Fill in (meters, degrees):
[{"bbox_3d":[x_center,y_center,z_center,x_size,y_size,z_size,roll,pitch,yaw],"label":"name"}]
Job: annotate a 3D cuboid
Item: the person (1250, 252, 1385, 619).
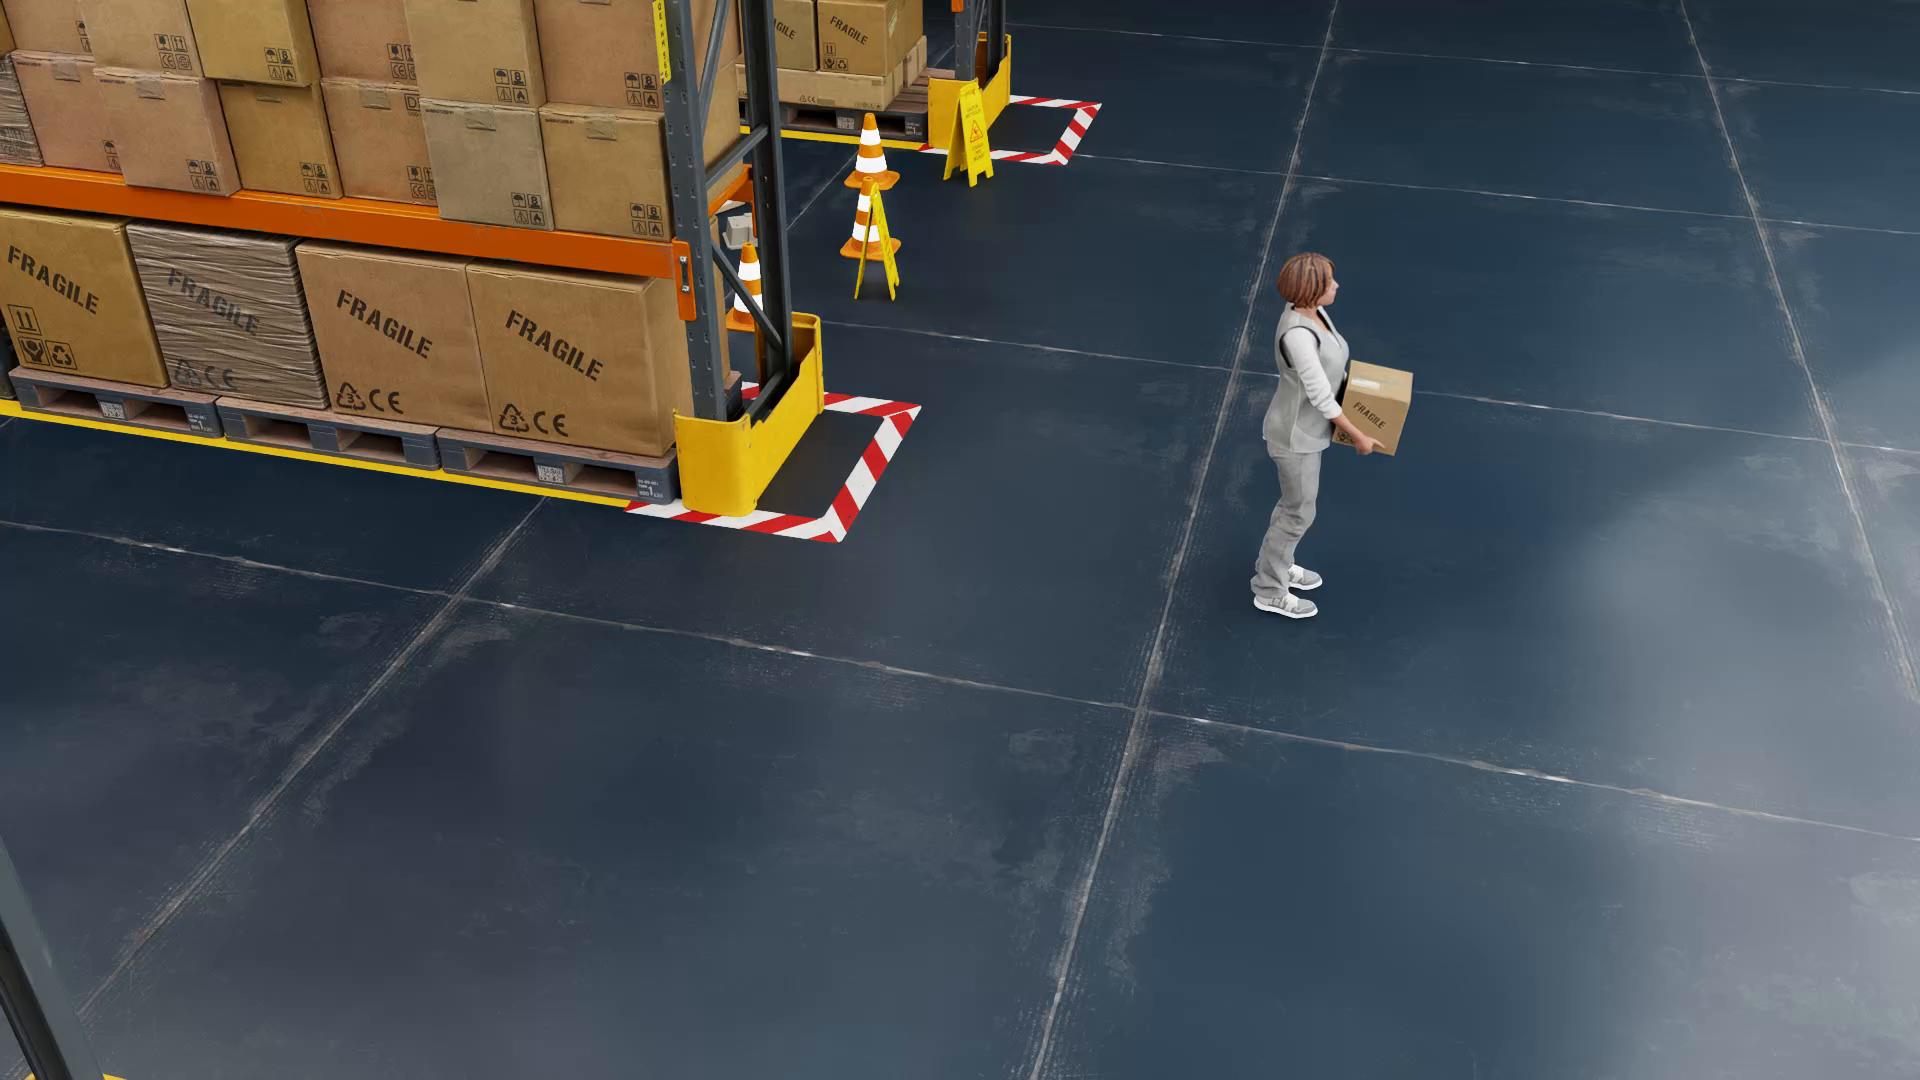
[{"bbox_3d":[1.476,-0.412,6.781,0.497,1.588,0.406,8,34,13],"label":"person"}]
